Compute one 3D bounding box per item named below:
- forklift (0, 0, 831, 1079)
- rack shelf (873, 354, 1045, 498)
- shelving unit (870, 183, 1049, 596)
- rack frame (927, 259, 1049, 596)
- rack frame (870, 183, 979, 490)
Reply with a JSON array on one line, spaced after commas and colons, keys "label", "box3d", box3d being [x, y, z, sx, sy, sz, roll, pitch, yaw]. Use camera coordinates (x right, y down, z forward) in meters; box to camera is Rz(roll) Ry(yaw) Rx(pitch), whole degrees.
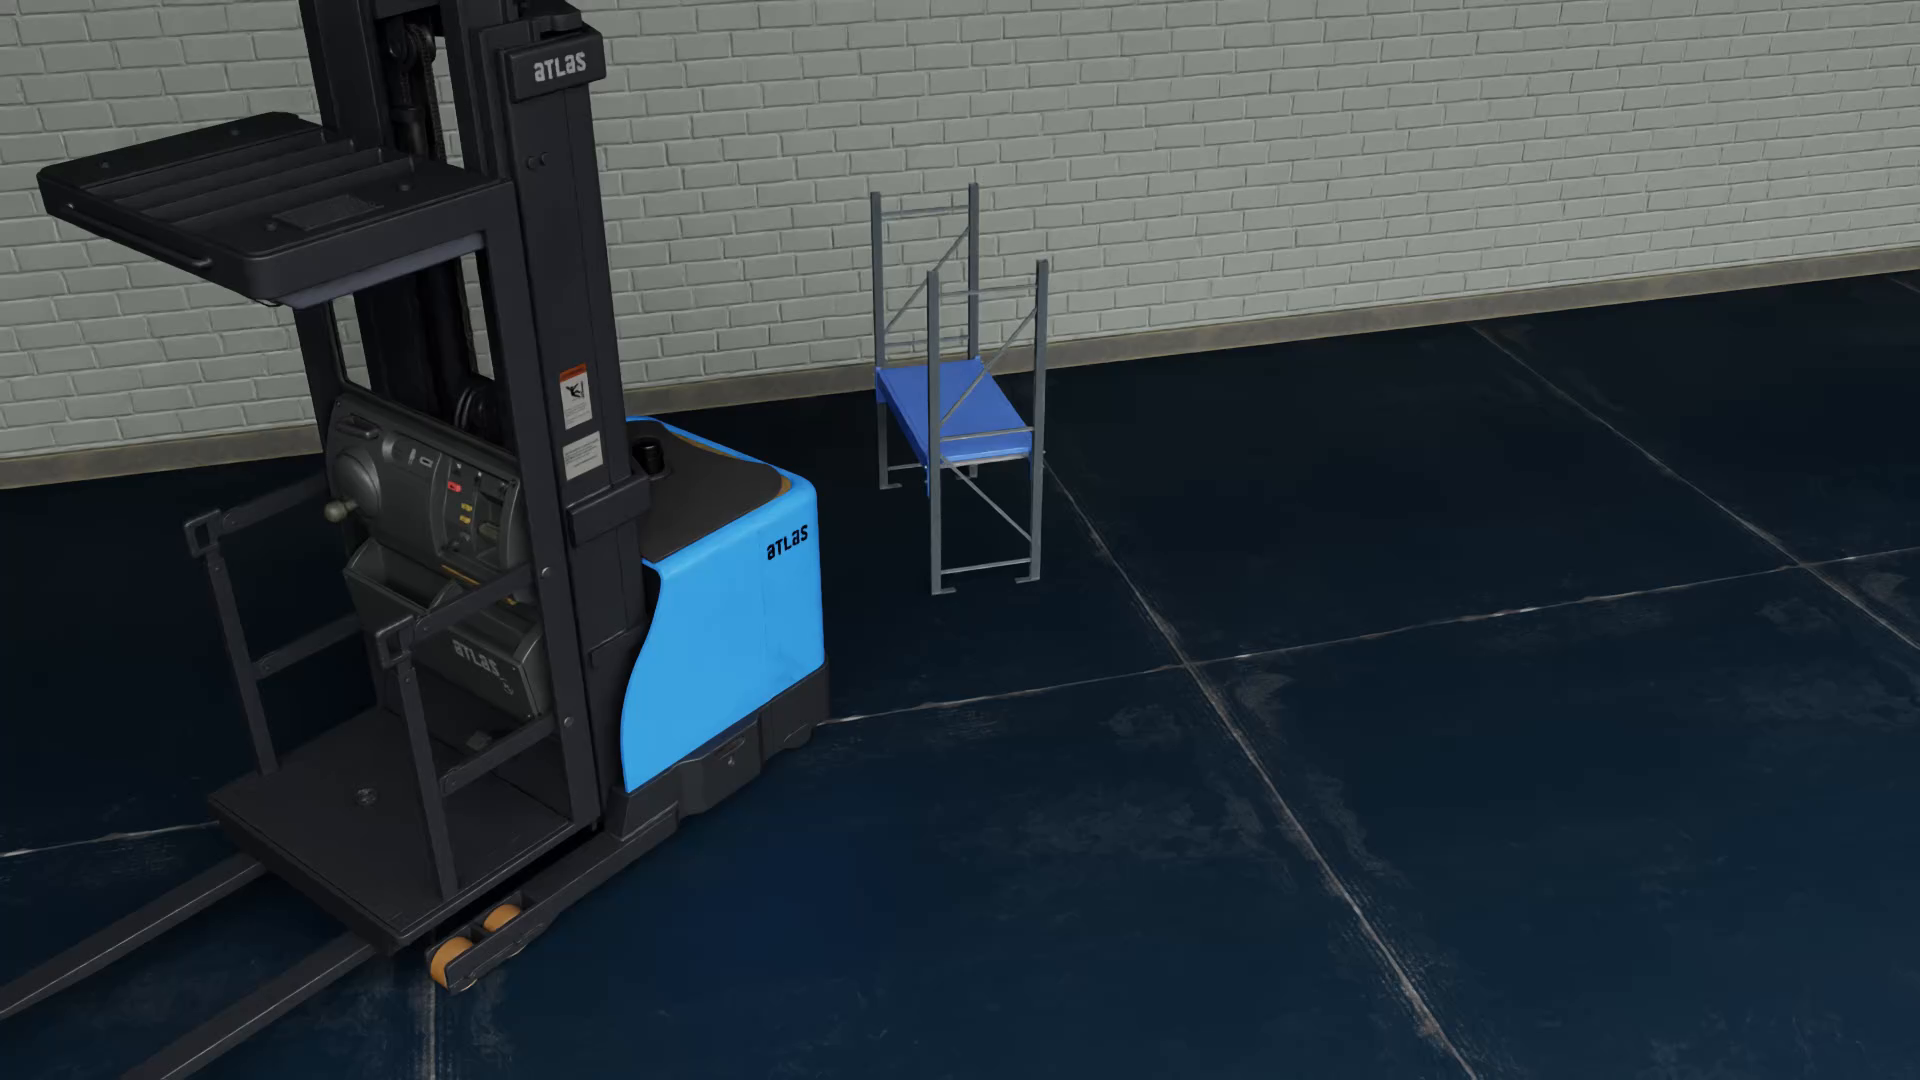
[{"label": "forklift", "box3d": [-1.807, -0.119, 5.030, 1.130, 2.935, 3.031, 22, 36, 32]}, {"label": "rack shelf", "box3d": [-0.023, -0.535, 7.536, 0.538, 0.185, 1.000, -8, 31, -13]}, {"label": "shelving unit", "box3d": [-0.023, -0.690, 7.445, 0.538, 1.500, 1.048, -8, 31, -13]}, {"label": "rack frame", "box3d": [0.112, -0.445, 7.021, 0.500, 1.500, 0.032, -8, 31, -13]}, {"label": "rack frame", "box3d": [-0.158, -0.936, 7.870, 0.500, 1.500, 0.032, -8, 31, -13]}]
